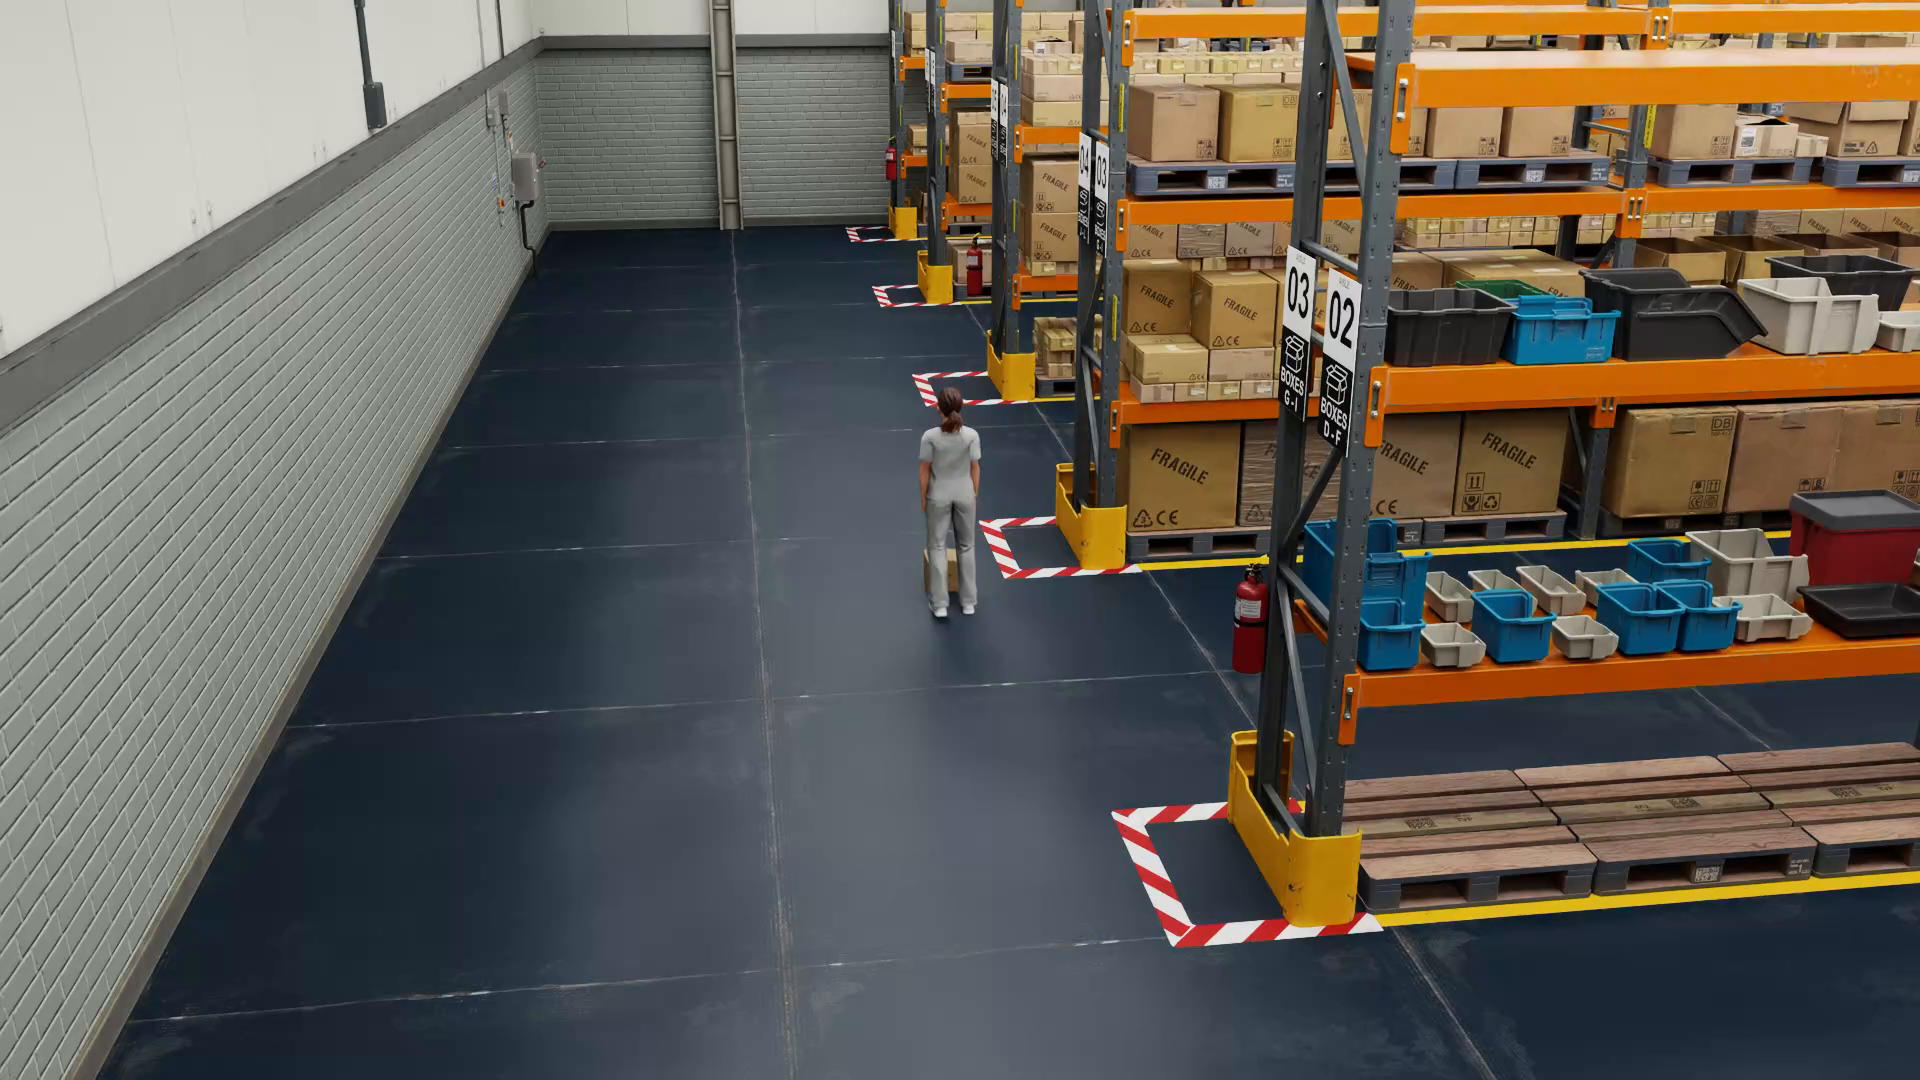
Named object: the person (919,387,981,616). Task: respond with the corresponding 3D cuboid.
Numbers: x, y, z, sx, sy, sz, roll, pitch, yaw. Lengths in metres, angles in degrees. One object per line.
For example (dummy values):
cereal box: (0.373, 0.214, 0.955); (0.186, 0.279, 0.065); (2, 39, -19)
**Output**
person: (-0.073, -0.269, 11.828); (0.438, 1.674, 0.364); (-2, 20, -6)
